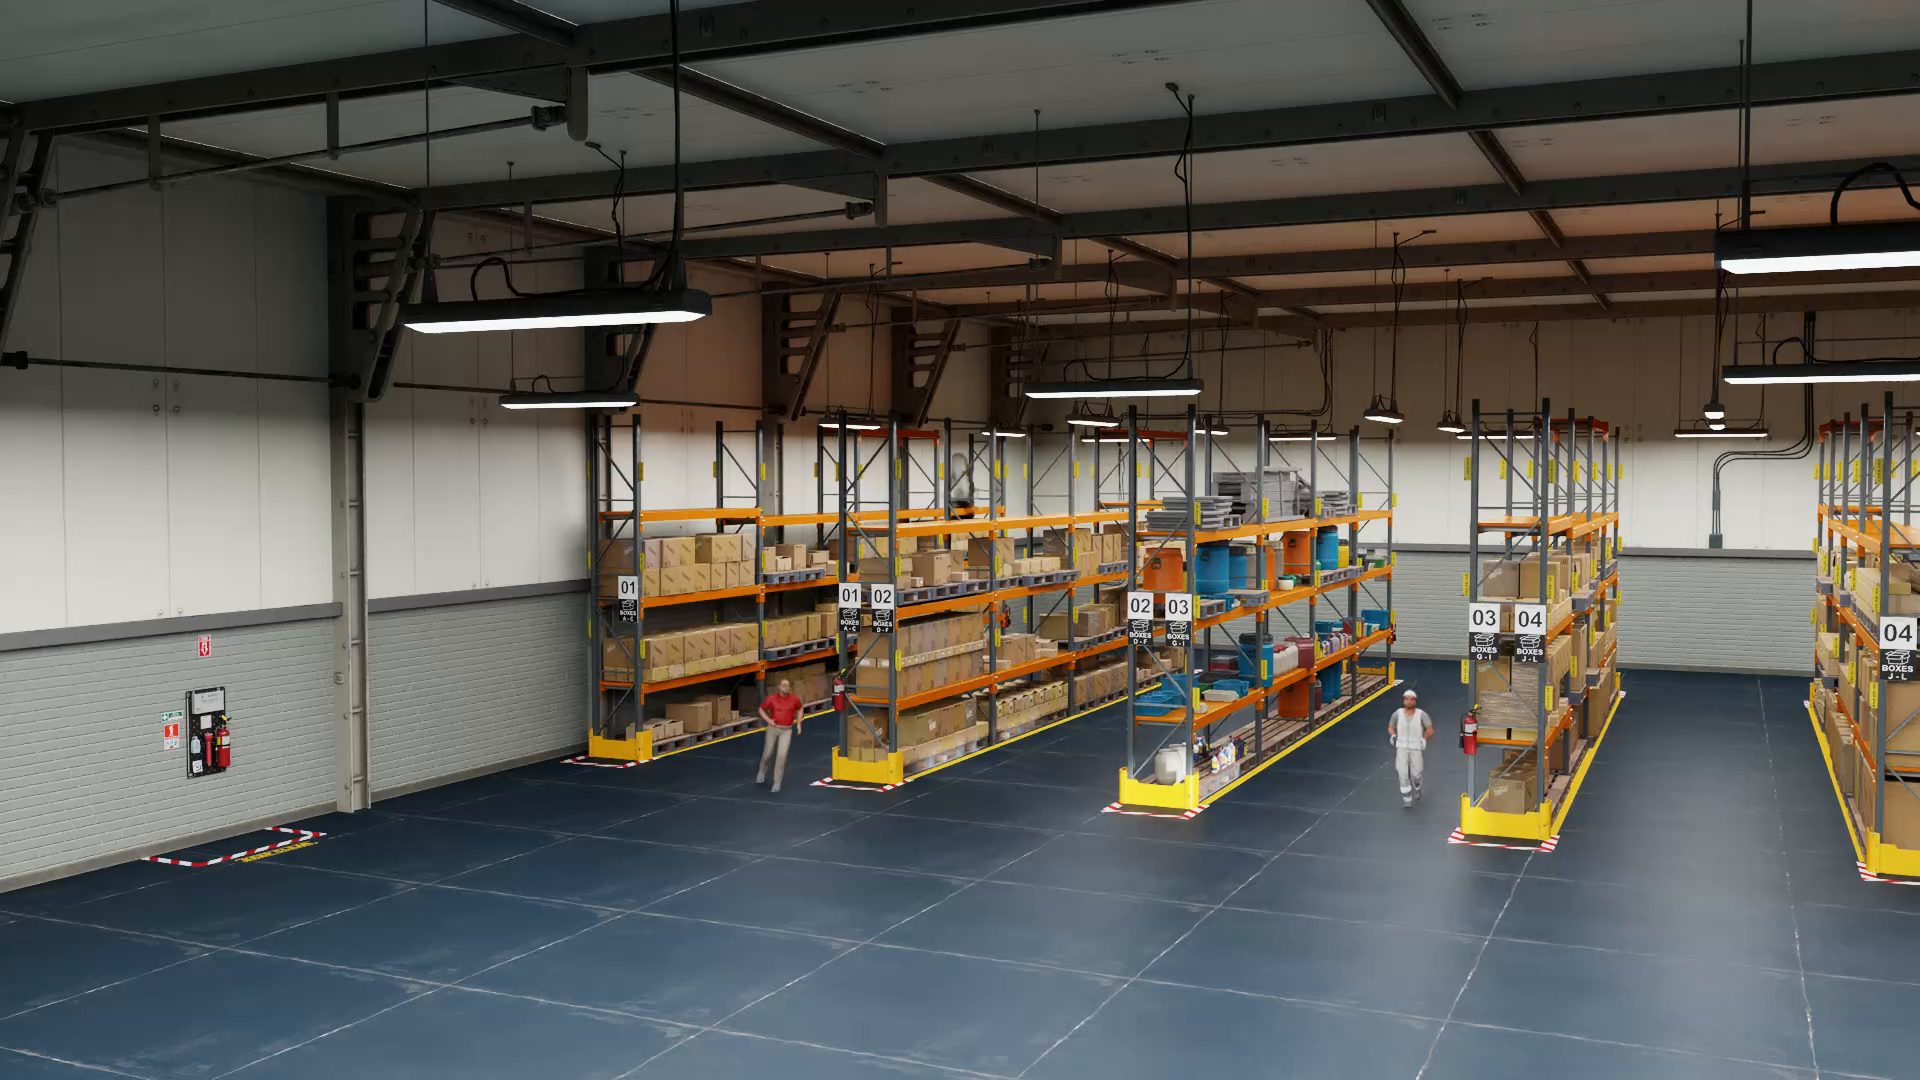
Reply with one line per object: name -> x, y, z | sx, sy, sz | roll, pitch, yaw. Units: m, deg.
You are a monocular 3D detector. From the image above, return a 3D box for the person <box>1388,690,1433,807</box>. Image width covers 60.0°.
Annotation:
person -> 6.696, 3.110, 24.777 | 0.652, 1.738, 0.615 | 1, 3, 22

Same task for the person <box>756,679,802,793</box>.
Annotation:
person -> -2.844, 3.059, 26.332 | 0.737, 1.716, 0.965 | 0, 2, -11
